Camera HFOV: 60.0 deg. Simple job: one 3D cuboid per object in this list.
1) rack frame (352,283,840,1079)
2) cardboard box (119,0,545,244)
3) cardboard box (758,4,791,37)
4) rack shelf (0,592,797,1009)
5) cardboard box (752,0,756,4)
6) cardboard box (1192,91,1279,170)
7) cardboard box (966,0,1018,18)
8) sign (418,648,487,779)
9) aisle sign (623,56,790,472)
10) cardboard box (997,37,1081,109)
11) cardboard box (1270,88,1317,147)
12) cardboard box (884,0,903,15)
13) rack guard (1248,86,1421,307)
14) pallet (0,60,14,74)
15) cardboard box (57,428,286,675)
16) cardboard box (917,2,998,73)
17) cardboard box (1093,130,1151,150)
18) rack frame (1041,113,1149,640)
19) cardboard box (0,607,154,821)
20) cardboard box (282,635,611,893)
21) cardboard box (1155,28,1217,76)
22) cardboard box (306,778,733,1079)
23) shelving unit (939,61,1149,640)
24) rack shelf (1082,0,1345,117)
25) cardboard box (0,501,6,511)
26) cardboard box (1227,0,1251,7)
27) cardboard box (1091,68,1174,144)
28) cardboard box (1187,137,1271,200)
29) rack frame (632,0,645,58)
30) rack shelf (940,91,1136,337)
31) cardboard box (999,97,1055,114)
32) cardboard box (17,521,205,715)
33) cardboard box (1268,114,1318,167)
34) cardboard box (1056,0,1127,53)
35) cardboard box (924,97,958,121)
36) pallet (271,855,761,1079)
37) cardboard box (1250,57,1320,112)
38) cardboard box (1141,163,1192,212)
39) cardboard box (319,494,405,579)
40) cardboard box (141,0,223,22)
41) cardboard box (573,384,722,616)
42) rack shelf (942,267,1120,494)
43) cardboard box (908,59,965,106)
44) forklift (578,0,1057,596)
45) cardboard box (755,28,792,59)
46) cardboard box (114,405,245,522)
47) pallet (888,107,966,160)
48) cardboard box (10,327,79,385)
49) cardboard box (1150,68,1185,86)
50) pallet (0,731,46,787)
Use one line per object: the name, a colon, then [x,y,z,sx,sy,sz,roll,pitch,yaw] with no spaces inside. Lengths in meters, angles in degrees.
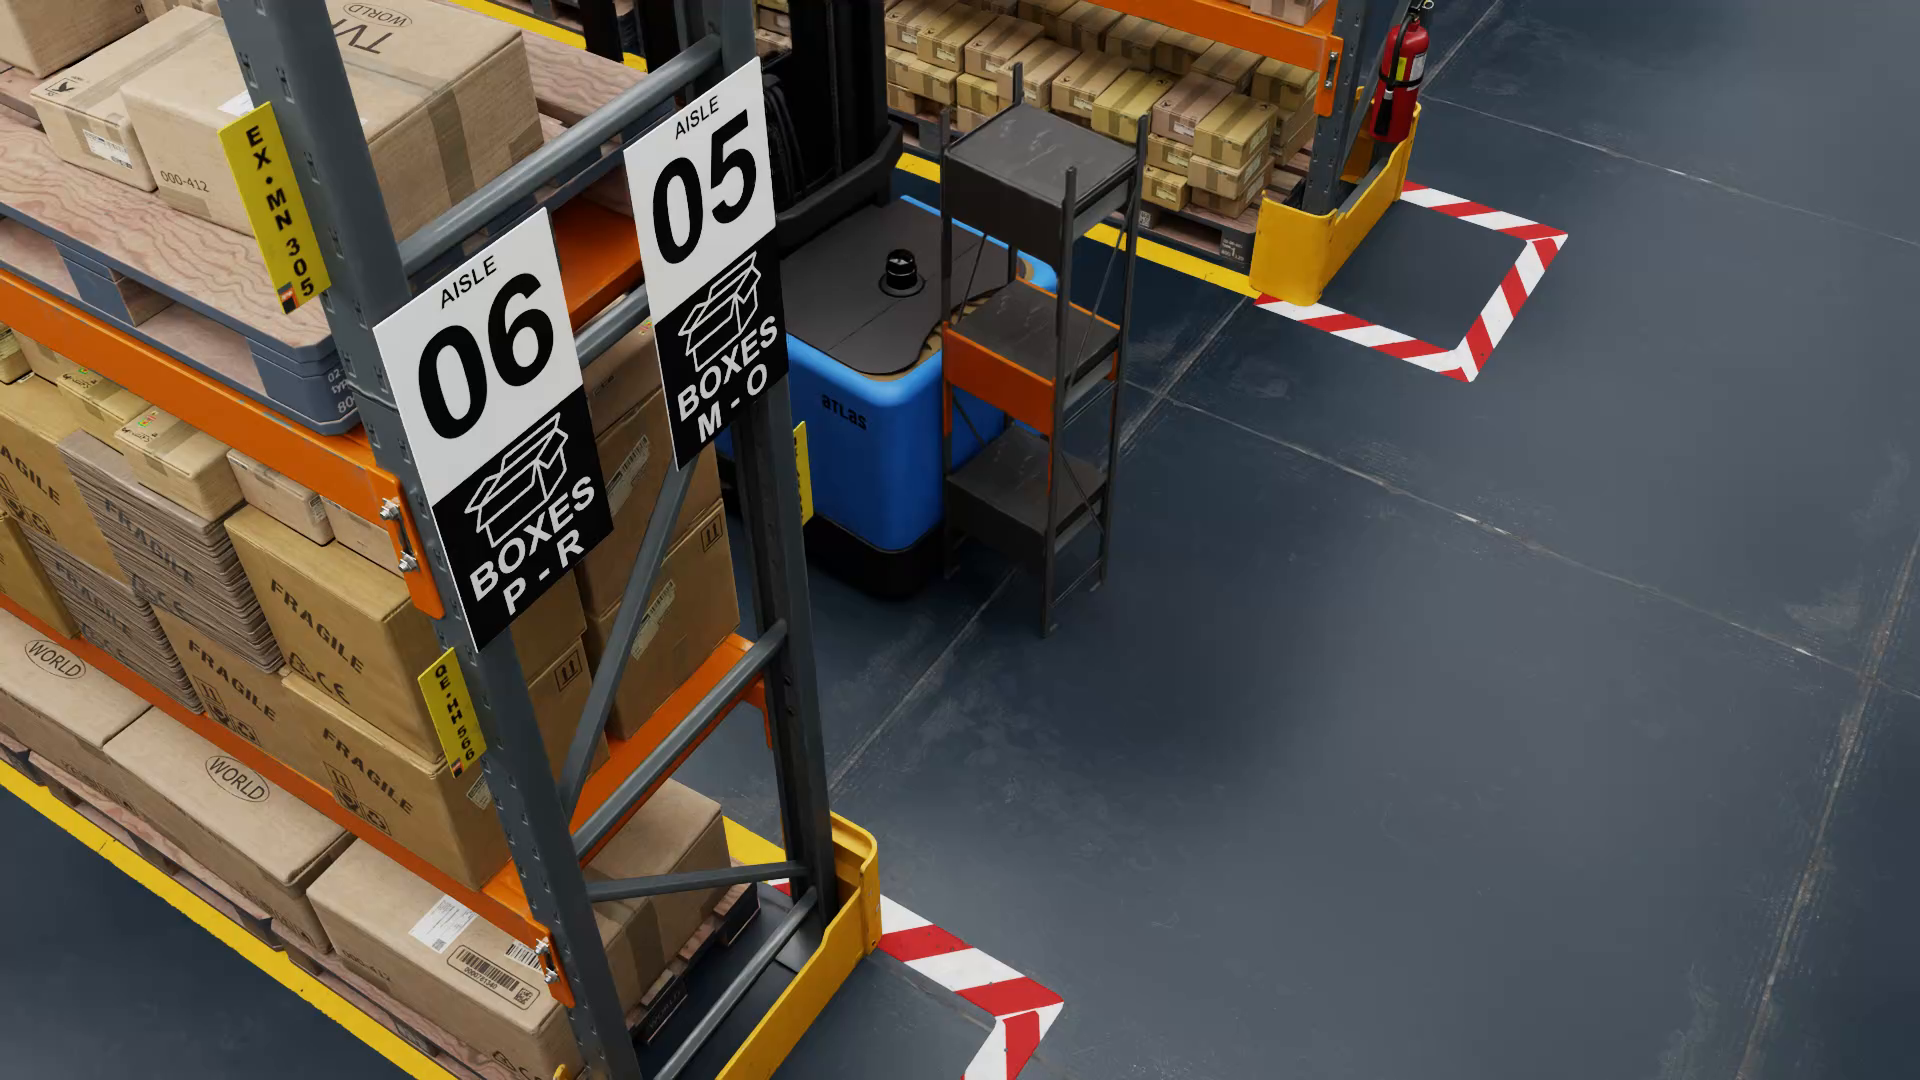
rack frame: [-0.711,0.514,4.159,0.127,3.000,1.000,25,51,22]
cardboard box: [-1.139,-0.780,3.067,0.500,0.250,0.500,20,49,19]
cardboard box: [-0.873,-2.869,8.934,0.250,0.149,0.380,24,51,22]
rack shelf: [-2.395,-0.010,5.170,4.000,0.370,1.077,25,51,22]
cardboard box: [-1.113,-3.022,8.875,0.250,0.149,0.380,27,52,24]
cardboard box: [1.294,-1.926,7.810,0.250,0.149,0.380,25,51,23]
cardboard box: [0.237,-2.819,8.678,0.250,0.149,0.380,25,51,22]
sign: [-1.016,0.350,3.346,0.005,0.325,0.100,25,51,22]
aisle sign: [-0.494,-0.539,3.370,0.004,0.787,0.394,25,51,22]
cardboard box: [0.387,-2.290,8.164,0.250,0.149,0.380,27,51,23]
cardboard box: [1.574,-2.128,8.214,0.250,0.149,0.380,27,52,24]
cardboard box: [-0.471,-2.718,8.580,0.250,0.149,0.380,26,51,23]
rack guard: [1.812,-1.672,8.026,0.348,0.500,1.175,25,51,22]
pallet: [-2.372,-1.253,3.847,1.213,0.211,1.003,25,51,22]
cardboard box: [-1.701,-0.097,3.986,0.500,0.500,0.500,25,51,22]
cardboard box: [-0.011,-2.543,8.410,0.250,0.149,0.380,25,51,22]
cardboard box: [0.839,-2.002,8.092,0.250,0.149,0.380,23,50,21]
rack frame: [0.445,-0.463,5.736,0.015,2.100,0.400,31,53,26]
cardboard box: [-2.854,0.366,5.797,0.875,0.438,0.875,23,50,21]
cardboard box: [-1.260,0.452,4.149,0.500,0.500,0.500,25,51,22]
cardboard box: [1.179,-2.491,8.359,0.250,0.149,0.380,25,51,22]
cardboard box: [-1.321,1.065,5.117,0.875,0.438,0.875,23,50,21]
shelving unit: [0.257,-0.574,5.844,0.503,2.100,0.431,31,53,26]
rack shelf: [0.193,-3.037,8.111,4.000,0.370,1.077,25,51,22]
cardboard box: [-2.538,-0.486,4.364,0.500,0.500,0.500,24,51,22]
cardboard box: [1.260,-2.501,7.263,0.250,0.149,0.380,25,51,22]
cardboard box: [0.827,-2.081,7.961,0.250,0.149,0.380,24,50,21]
cardboard box: [1.278,-1.802,7.897,0.250,0.149,0.380,23,50,21]
rack frame: [-1.491,-4.062,8.606,0.127,3.000,1.000,25,51,22]
rack shelf: [0.257,-1.052,5.352,0.480,0.518,0.431,31,53,26]
cardboard box: [0.396,-2.195,8.279,0.250,0.149,0.380,25,51,23]
cardboard box: [-2.113,0.055,4.535,0.500,0.500,0.500,26,51,23]
cardboard box: [1.608,-2.062,8.358,0.250,0.149,0.380,26,51,23]
cardboard box: [0.697,-2.650,8.514,0.250,0.149,0.380,27,51,24]
cardboard box: [0.019,-2.347,8.634,0.250,0.149,0.380,26,51,23]
pallet: [-1.427,1.223,5.414,1.213,0.211,1.003,25,51,22]
cardboard box: [1.618,-2.282,8.156,0.250,0.149,0.380,23,50,20]
cardboard box: [1.049,-1.783,8.086,0.250,0.149,0.380,26,51,23]
cardboard box: [-1.121,-0.114,3.550,0.250,0.149,0.380,25,51,23]
cardboard box: [-1.503,-1.185,3.531,0.250,0.149,0.380,26,51,23]
cardboard box: [-0.961,-0.227,4.112,0.500,0.500,0.500,24,50,21]
rack shelf: [0.257,-0.565,5.854,0.480,0.518,0.431,31,53,26]
cardboard box: [-0.056,-2.395,8.474,0.250,0.149,0.380,25,51,22]
forklift: [-1.075,-1.705,6.363,3.031,2.935,1.130,31,53,26]
cardboard box: [-0.897,-2.712,8.989,0.250,0.149,0.380,24,51,22]
cardboard box: [-1.611,-0.246,3.679,0.250,0.149,0.380,24,51,22]
pallet: [0.125,-2.380,8.915,1.213,0.211,1.003,25,51,22]
cardboard box: [-1.982,-0.513,3.938,0.250,0.149,0.380,24,51,22]
cardboard box: [1.120,-2.309,8.390,0.250,0.149,0.380,25,51,23]
pallet: [-3.480,0.279,6.332,1.213,0.211,1.003,25,51,22]
